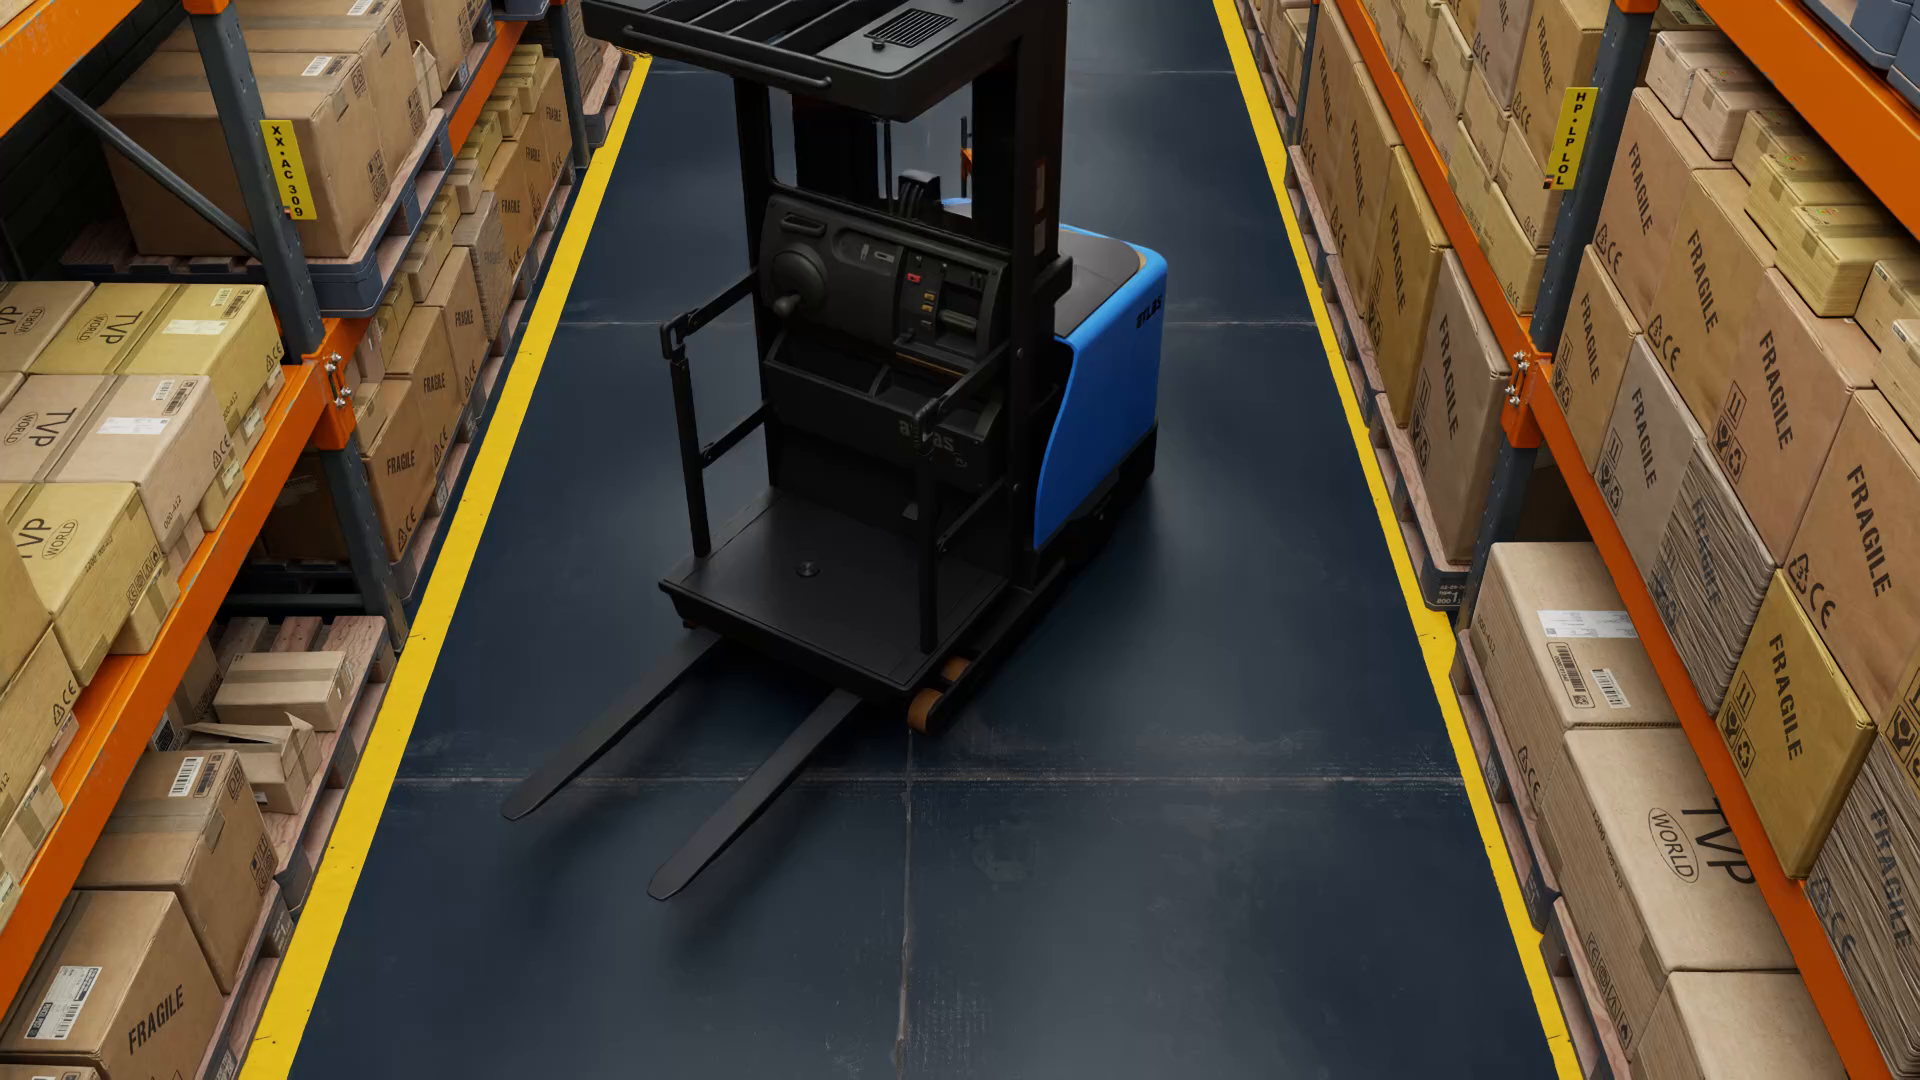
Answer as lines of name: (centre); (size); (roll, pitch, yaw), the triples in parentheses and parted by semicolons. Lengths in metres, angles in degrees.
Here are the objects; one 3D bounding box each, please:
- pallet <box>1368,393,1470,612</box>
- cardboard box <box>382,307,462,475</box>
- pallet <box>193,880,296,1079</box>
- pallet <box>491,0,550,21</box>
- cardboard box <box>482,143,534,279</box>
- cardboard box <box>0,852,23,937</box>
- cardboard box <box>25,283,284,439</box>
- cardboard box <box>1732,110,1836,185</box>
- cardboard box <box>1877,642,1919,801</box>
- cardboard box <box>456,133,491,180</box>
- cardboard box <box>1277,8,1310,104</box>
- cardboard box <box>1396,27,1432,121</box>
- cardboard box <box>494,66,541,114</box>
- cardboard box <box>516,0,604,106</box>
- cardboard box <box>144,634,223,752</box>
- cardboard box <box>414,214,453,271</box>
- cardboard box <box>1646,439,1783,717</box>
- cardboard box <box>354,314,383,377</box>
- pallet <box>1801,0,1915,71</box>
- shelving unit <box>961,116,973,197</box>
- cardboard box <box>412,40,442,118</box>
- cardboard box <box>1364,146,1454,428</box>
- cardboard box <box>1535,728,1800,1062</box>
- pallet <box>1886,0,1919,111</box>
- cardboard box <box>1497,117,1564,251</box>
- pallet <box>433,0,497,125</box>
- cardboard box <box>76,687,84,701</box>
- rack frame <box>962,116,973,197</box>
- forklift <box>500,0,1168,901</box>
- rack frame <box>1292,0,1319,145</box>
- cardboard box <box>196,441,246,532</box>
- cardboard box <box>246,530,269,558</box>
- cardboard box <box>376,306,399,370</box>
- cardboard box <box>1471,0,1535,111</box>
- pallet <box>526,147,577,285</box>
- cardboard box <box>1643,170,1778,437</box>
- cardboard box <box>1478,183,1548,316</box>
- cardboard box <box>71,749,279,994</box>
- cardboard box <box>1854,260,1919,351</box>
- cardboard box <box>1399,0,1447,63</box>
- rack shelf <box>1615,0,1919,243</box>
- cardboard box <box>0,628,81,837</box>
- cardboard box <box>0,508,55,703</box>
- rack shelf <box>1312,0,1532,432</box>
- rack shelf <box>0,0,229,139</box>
pallet: (2.299, -0.181, 6.807); (1.003, 0.211, 1.213); (0, 39, 0)
cardboard box: (-2.375, -0.605, 6.769); (0.500, 0.500, 0.500); (-1, 39, -1)
pallet: (-2.585, 1.502, 4.708); (1.003, 0.211, 1.213); (0, 39, 0)
pallet: (-2.522, -2.784, 7.978); (1.213, 0.211, 1.003); (0, 39, 0)
cardboard box: (-2.385, -1.566, 7.969); (0.500, 0.500, 0.500); (2, 39, 2)
cardboard box: (-2.262, 0.807, 3.545); (0.380, 0.149, 0.250); (-1, 39, -1)
cardboard box: (-2.344, -0.520, 4.882); (0.500, 0.250, 0.500); (1, 39, 1)
cardboard box: (2.175, -0.951, 4.140); (0.380, 0.149, 0.250); (0, 39, -1)
cardboard box: (2.114, 0.348, 3.038); (0.500, 0.500, 0.500); (0, 39, 0)
cardboard box: (-2.396, -1.759, 7.690); (0.380, 0.149, 0.250); (-1, 39, -1)
cardboard box: (2.380, -2.780, 9.586); (0.950, 0.372, 0.625); (-2, 39, -3)
cardboard box: (2.136, -1.966, 6.924); (0.500, 0.250, 0.500); (0, 39, 0)
cardboard box: (-2.308, -2.244, 8.297); (0.380, 0.149, 0.250); (-2, 39, -2)
cardboard box: (-2.580, -2.910, 9.545); (0.875, 0.625, 0.625); (1, 39, 1)
cardboard box: (-2.824, 0.518, 5.520); (0.500, 0.311, 0.500); (1, 39, 2)
cardboard box: (-2.387, -1.263, 7.072); (0.380, 0.149, 0.250); (1, 39, 2)
cardboard box: (2.104, 0.094, 4.155); (0.500, 0.500, 0.500); (0, 39, 0)
cardboard box: (-2.371, -0.725, 6.163); (0.380, 0.149, 0.250); (-2, 39, -2)
pallet: (2.365, -1.411, 3.784); (1.003, 0.211, 1.213); (0, 39, 0)
shelving unit: (0.203, -1.207, 7.297); (0.258, 1.200, 0.503); (-12, 40, -14)
cardboard box: (-2.207, -1.761, 6.321); (0.396, 0.266, 0.258); (2, 39, 2)
cardboard box: (2.285, -1.074, 7.055); (0.875, 0.875, 0.875); (1, 39, 1)
cardboard box: (2.270, 1.002, 4.814); (0.875, 0.438, 0.875); (-1, 39, -1)
pallet: (2.364, -0.650, 2.835); (1.003, 0.211, 1.213); (0, 39, 0)
cardboard box: (2.131, -1.199, 5.568); (0.500, 0.250, 0.500); (0, 39, 0)
pallet: (-2.586, -1.991, 6.990); (1.003, 0.211, 1.213); (0, 39, 0)
cardboard box: (-2.399, 0.327, 4.144); (0.380, 0.149, 0.250); (0, 39, 1)
rack frame: (0.126, -1.352, 7.477); (0.240, 1.200, 0.015); (-12, 40, -14)
forklift: (-0.386, -0.791, 5.393); (1.130, 2.935, 3.031); (21, 43, 24)
rack frame: (2.370, -3.288, 8.455); (1.000, 3.000, 0.127); (0, 39, 0)
cardboard box: (-2.289, -0.158, 4.750); (0.380, 0.149, 0.250); (1, 39, 1)
cardboard box: (-2.885, -0.276, 6.359); (0.500, 0.500, 0.500); (0, 39, 0)
cardboard box: (-2.412, -0.781, 6.470); (0.380, 0.149, 0.250); (-2, 39, -2)
cardboard box: (2.115, -1.819, 5.741); (0.500, 0.500, 0.500); (1, 39, 1)
pallet: (-2.630, -1.727, 8.737); (1.003, 0.211, 1.213); (0, 39, 0)
cardboard box: (2.128, -0.602, 4.223); (0.500, 0.500, 0.500); (-1, 39, -1)
cardboard box: (2.122, -1.009, 5.730); (0.500, 0.250, 0.500); (-1, 39, -1)
cardboard box: (-2.453, 0.966, 4.809); (0.700, 0.500, 0.500); (-1, 39, -2)
cardboard box: (2.167, -0.473, 3.543); (0.380, 0.149, 0.250); (0, 39, 0)
cardboard box: (2.099, -2.156, 6.761); (0.500, 0.250, 0.500); (1, 39, 1)
rack shelf: (2.377, -0.426, 3.059); (1.077, 0.370, 4.000); (0, 39, 0)
cardboard box: (-2.342, 0.427, 3.701); (0.500, 0.250, 0.500); (-1, 39, -1)
cardboard box: (-2.317, 0.148, 3.449); (0.500, 0.500, 0.500); (1, 39, 1)
rack shelf: (2.373, -1.757, 7.119); (1.077, 0.370, 4.000); (0, 39, 0)
rack shelf: (-2.586, -0.420, 3.052); (1.077, 0.370, 4.000); (0, 39, 0)
